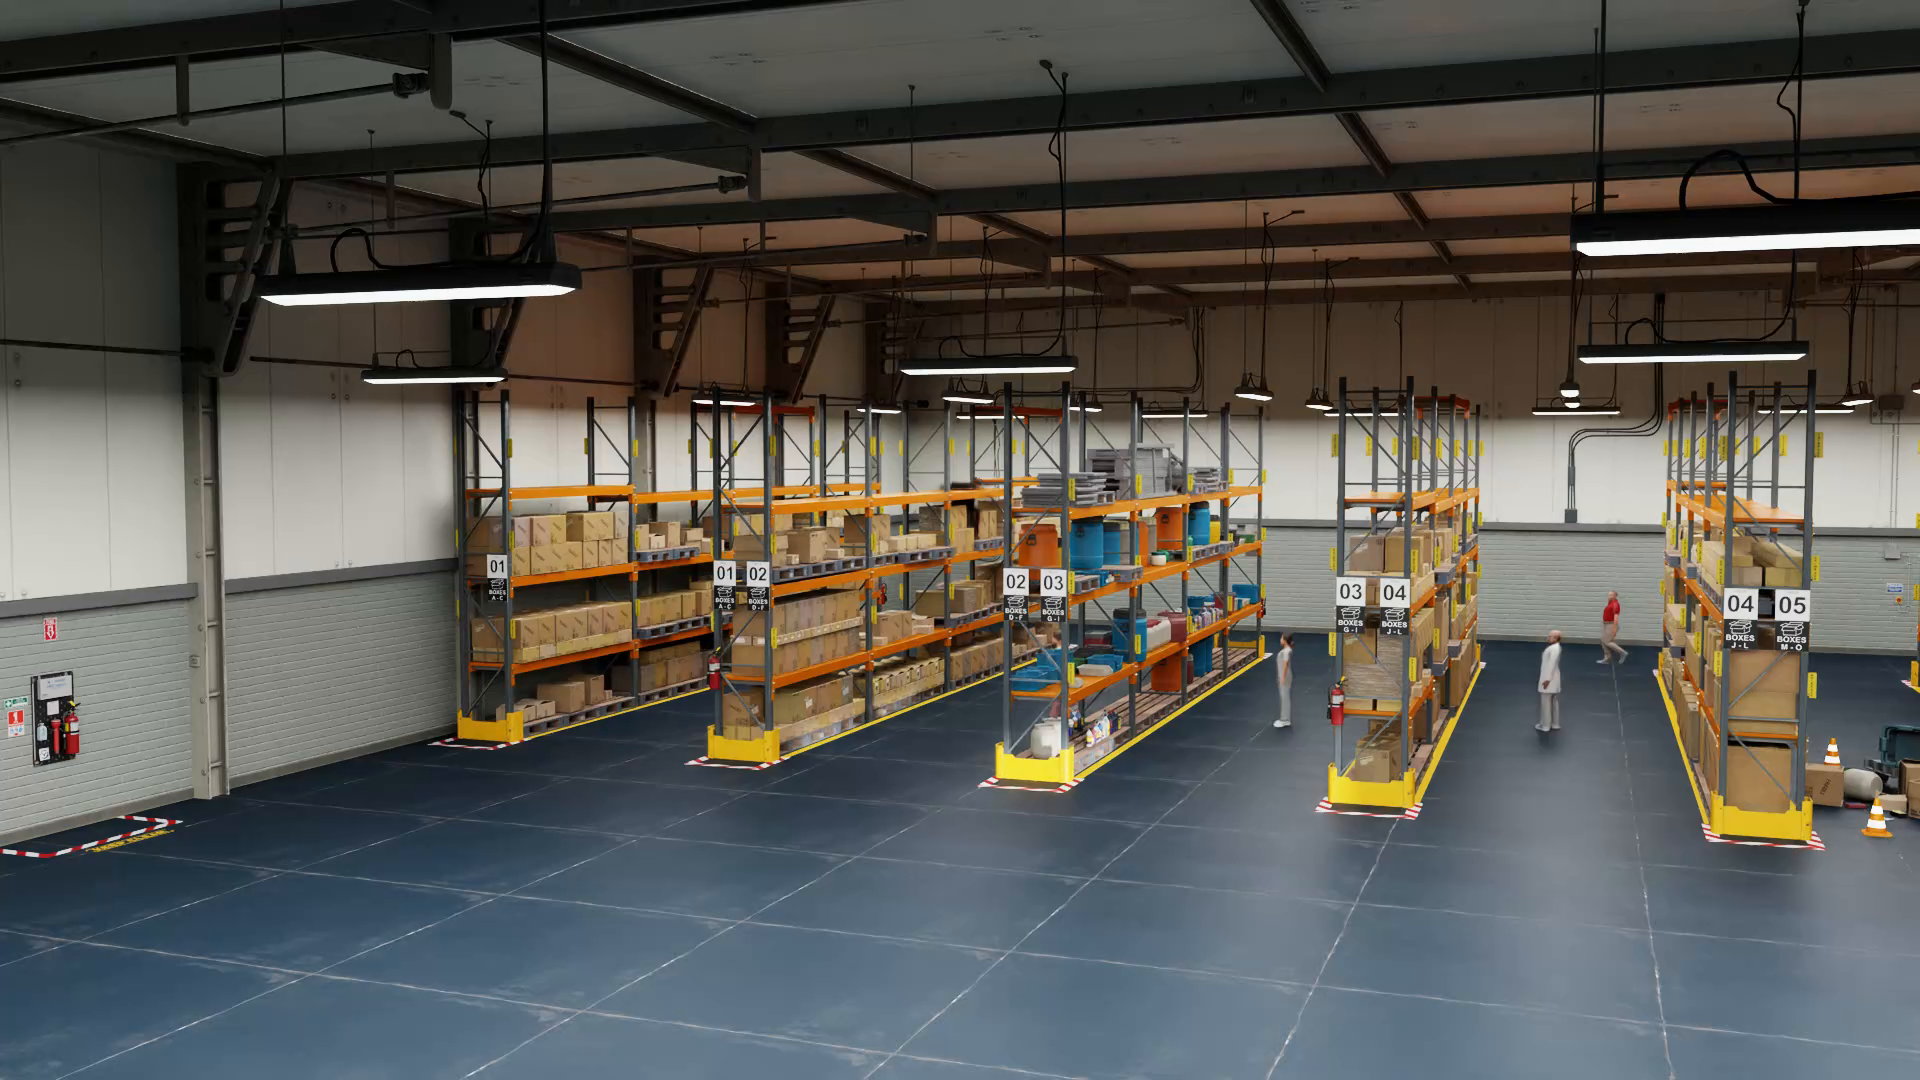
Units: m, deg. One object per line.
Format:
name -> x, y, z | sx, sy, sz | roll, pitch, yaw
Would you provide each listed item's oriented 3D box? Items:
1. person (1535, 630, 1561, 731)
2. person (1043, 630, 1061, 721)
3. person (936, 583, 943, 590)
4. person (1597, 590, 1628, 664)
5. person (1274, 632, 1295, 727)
person -> 10.472, 2.493, 29.549 | 0.461, 1.781, 0.593 | 3, 4, 41
person -> 1.803, 2.486, 30.475 | 0.441, 1.684, 0.536 | 1, 3, 18
person -> -0.505, 1.907, 40.003 | 0.579, 1.712, 1.050 | 1, 3, 19
person -> 15.061, 2.015, 38.372 | 0.641, 1.710, 0.549 | 1, 3, 14
person -> 5.859, 2.512, 30.102 | 0.425, 1.678, 0.506 | 0, 3, 0
